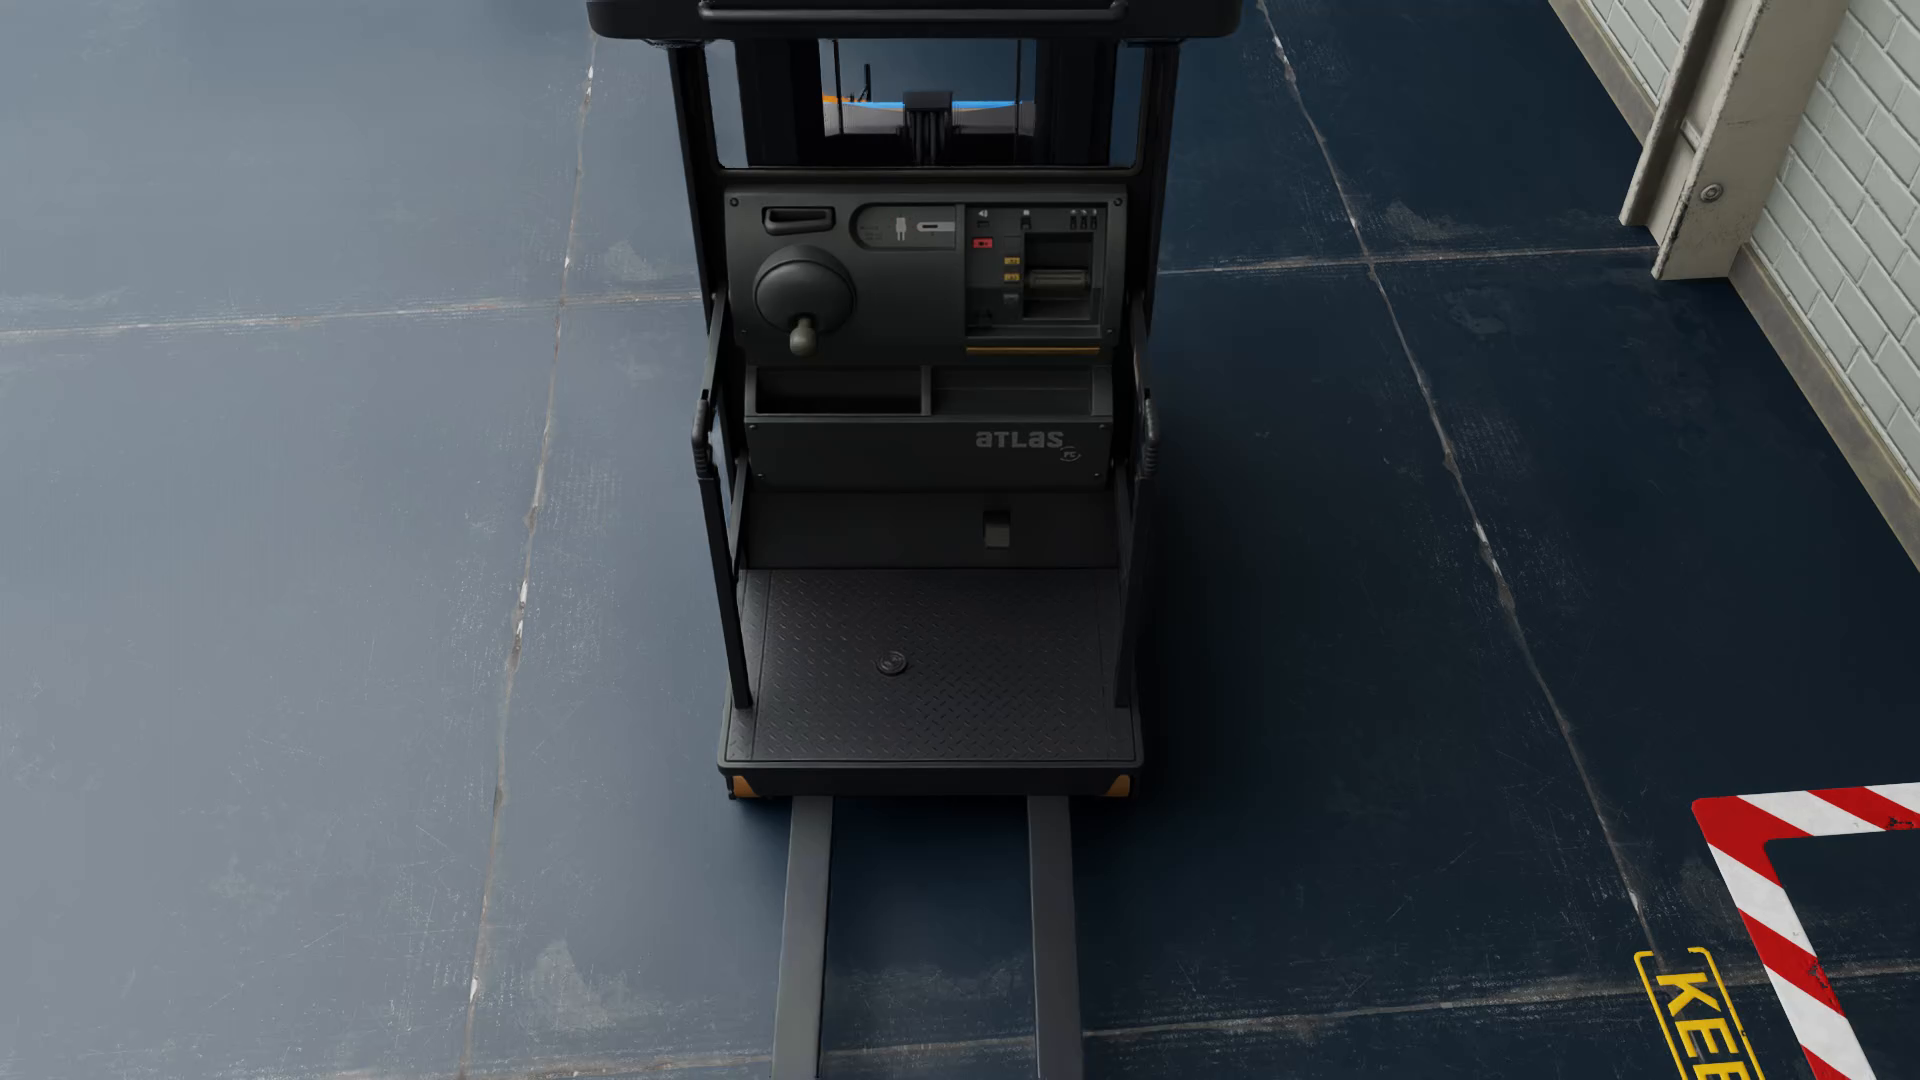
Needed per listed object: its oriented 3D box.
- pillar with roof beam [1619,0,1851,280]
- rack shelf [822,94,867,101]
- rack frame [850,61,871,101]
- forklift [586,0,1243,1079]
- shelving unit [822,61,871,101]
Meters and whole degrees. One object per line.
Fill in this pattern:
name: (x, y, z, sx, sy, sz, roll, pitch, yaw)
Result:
pillar with roof beam: (-1.573, -3.948, 2.792, 9.100, 9.000, 0.400, -3, 47, -3)
rack shelf: (-0.430, -1.283, 5.366, 0.240, 0.259, 0.215, 10, 47, 9)
rack frame: (-0.312, -1.075, 5.544, 0.008, 1.050, 0.200, 10, 47, 9)
forklift: (-0.076, -0.532, 3.736, 1.130, 2.935, 3.031, 0, 47, 0)
shelving unit: (-0.431, -1.095, 5.564, 0.252, 1.050, 0.215, 10, 47, 9)
